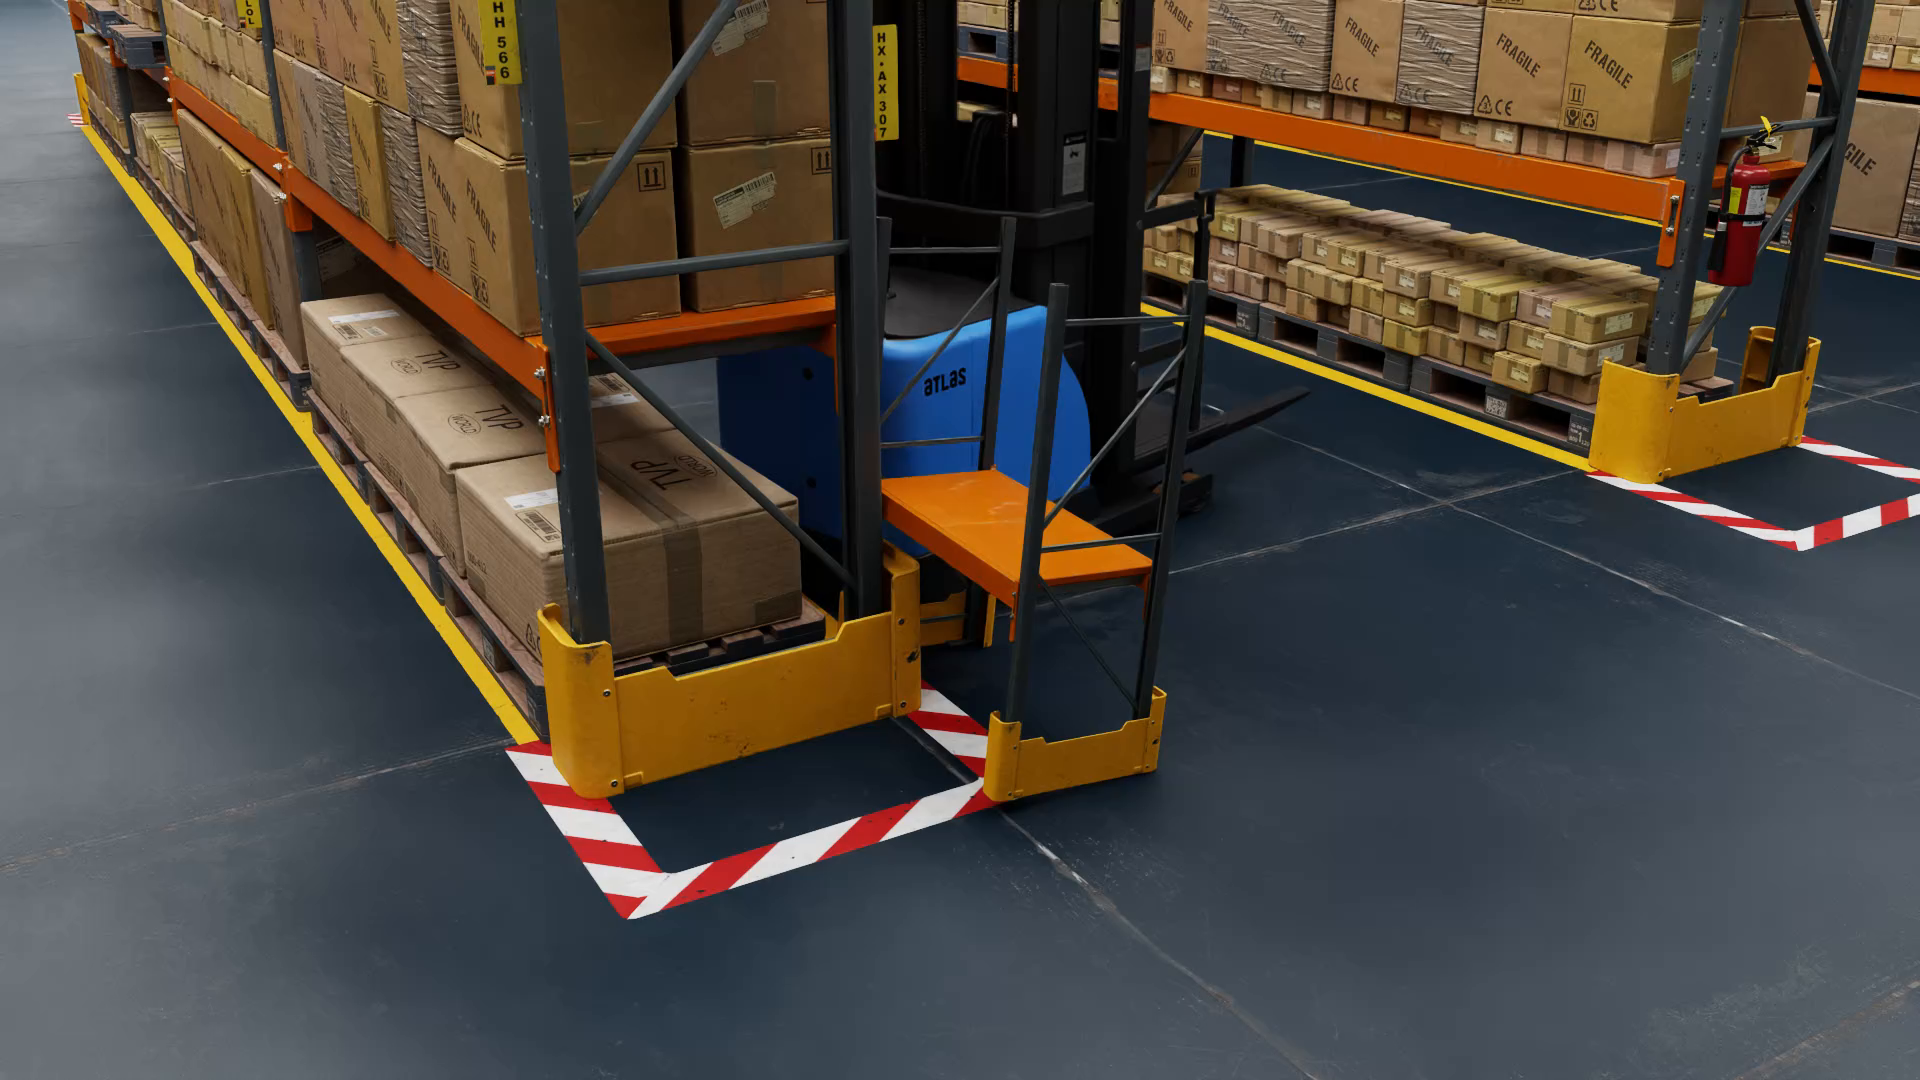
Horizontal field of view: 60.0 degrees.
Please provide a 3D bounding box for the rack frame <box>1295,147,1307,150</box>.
[{"bbox_3d":[3.727,-5.284,15.827,1.000,3.000,0.127,-13,25,-28],"label":"rack frame"}]

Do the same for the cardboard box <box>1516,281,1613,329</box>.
[{"bbox_3d":[2.931,-1.137,8.064,0.380,0.149,0.250,-12,25,-27],"label":"cardboard box"}]

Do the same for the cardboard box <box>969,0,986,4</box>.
[{"bbox_3d":[0.286,-3.880,11.755,0.380,0.149,0.250,-12,25,-26],"label":"cardboard box"}]

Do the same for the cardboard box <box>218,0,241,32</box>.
[{"bbox_3d":[-3.464,-2.855,8.390,0.500,0.500,0.500,-12,25,-27],"label":"cardboard box"}]

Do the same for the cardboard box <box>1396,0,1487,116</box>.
[{"bbox_3d":[2.521,-2.383,8.162,0.500,0.500,0.500,-13,25,-28],"label":"cardboard box"}]

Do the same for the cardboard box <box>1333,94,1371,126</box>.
[{"bbox_3d":[2.209,-2.302,8.824,0.380,0.149,0.250,-12,25,-26],"label":"cardboard box"}]

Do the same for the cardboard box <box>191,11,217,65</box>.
[{"bbox_3d":[-3.991,-2.830,9.326,0.500,0.250,0.500,-12,25,-27],"label":"cardboard box"}]

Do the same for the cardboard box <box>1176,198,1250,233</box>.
[{"bbox_3d":[1.542,-1.965,10.101,0.380,0.149,0.250,-11,25,-26],"label":"cardboard box"}]

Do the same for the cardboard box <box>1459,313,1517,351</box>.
[{"bbox_3d":[2.716,-1.068,8.289,0.380,0.149,0.250,-14,26,-30],"label":"cardboard box"}]

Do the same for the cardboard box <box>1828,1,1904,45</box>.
[{"bbox_3d":[6.304,-3.526,11.307,0.500,0.250,0.500,-12,25,-27],"label":"cardboard box"}]

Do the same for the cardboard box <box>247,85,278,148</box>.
[{"bbox_3d":[-3.195,-2.110,8.218,0.500,0.250,0.500,-13,26,-29],"label":"cardboard box"}]

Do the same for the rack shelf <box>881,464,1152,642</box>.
[{"bbox_3d":[0.132,0.014,5.193,0.538,0.185,1.000,-6,22,-29],"label":"rack shelf"}]

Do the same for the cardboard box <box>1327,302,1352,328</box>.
[{"bbox_3d":[2.262,-1.279,9.203,0.380,0.149,0.250,-12,25,-27],"label":"cardboard box"}]

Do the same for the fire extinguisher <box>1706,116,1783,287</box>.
[{"bbox_3d":[3.230,-1.394,6.855,0.296,0.674,0.183,-13,25,-28],"label":"fire extinguisher"}]

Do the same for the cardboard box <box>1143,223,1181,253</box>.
[{"bbox_3d":[1.365,-1.900,10.336,0.380,0.149,0.250,-11,25,-26],"label":"cardboard box"}]

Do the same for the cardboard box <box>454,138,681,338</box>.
[{"bbox_3d":[-1.180,-0.939,5.006,0.500,0.500,0.500,-12,25,-28],"label":"cardboard box"}]

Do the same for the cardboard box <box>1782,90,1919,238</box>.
[{"bbox_3d":[6.498,-2.679,11.682,0.875,0.875,0.875,-13,25,-28],"label":"cardboard box"}]

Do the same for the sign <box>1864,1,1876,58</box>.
[{"bbox_3d":[3.964,-2.278,7.283,0.100,0.325,0.005,-13,25,-28],"label":"sign"}]

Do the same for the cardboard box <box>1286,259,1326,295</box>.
[{"bbox_3d":[2.057,-1.488,9.323,0.380,0.149,0.250,-13,25,-29],"label":"cardboard box"}]

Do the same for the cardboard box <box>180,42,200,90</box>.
[{"bbox_3d":[-4.481,-2.938,10.256,0.500,0.250,0.500,-13,26,-30],"label":"cardboard box"}]

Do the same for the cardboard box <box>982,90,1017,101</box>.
[{"bbox_3d":[0.500,-3.246,12.581,0.500,0.250,0.500,-12,25,-27],"label":"cardboard box"}]

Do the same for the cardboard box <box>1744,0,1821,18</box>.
[{"bbox_3d":[3.497,-2.616,7.409,0.500,0.500,0.500,-13,25,-29],"label":"cardboard box"}]

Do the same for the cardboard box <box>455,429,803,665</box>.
[{"bbox_3d":[-1.129,0.010,5.648,0.875,0.438,0.875,-14,26,-30],"label":"cardboard box"}]

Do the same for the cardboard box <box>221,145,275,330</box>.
[{"bbox_3d":[-3.603,-1.769,9.445,0.875,0.875,0.875,-12,25,-27],"label":"cardboard box"}]

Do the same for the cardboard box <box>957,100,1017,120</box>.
[{"bbox_3d":[0.324,-2.981,11.929,0.500,0.250,0.500,-14,26,-31],"label":"cardboard box"}]

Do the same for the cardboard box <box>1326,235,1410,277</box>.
[{"bbox_3d":[2.229,-1.555,9.091,0.380,0.149,0.250,-12,25,-28],"label":"cardboard box"}]

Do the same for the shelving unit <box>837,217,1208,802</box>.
[{"bbox_3d":[0.152,-0.152,5.126,0.587,1.500,1.083,-6,22,-29],"label":"shelving unit"}]

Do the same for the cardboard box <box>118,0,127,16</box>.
[{"bbox_3d":[-6.183,-4.084,12.651,0.380,0.149,0.250,-12,25,-26],"label":"cardboard box"}]

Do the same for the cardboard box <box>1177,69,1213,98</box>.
[{"bbox_3d":[1.514,-2.727,9.871,0.380,0.149,0.250,-12,25,-27],"label":"cardboard box"}]

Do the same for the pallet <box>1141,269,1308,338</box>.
[{"bbox_3d":[1.828,-1.565,10.382,1.003,0.211,1.213,-13,25,-28],"label":"pallet"}]

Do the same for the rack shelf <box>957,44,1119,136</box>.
[{"bbox_3d":[0.433,-3.382,12.103,1.077,0.370,4.000,-13,25,-28],"label":"rack shelf"}]

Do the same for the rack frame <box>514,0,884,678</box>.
[{"bbox_3d":[-0.706,-0.788,4.766,1.000,3.000,0.127,-13,25,-28],"label":"rack frame"}]

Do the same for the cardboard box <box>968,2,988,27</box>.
[{"bbox_3d":[0.277,-3.744,11.814,0.380,0.149,0.250,-14,26,-30],"label":"cardboard box"}]

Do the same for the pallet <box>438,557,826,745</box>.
[{"bbox_3d":[-1.182,0.260,5.891,1.003,0.211,1.213,-13,25,-28],"label":"pallet"}]

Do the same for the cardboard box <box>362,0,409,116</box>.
[{"bbox_3d":[-1.699,-1.732,5.628,0.500,0.500,0.500,-13,25,-29],"label":"cardboard box"}]

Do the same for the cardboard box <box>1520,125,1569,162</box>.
[{"bbox_3d":[2.853,-1.874,7.771,0.380,0.149,0.250,-13,25,-29],"label":"cardboard box"}]

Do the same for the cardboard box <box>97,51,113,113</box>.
[{"bbox_3d":[-7.630,-4.245,15.369,0.500,0.500,0.500,-12,25,-27],"label":"cardboard box"}]

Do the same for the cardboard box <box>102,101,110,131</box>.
[{"bbox_3d":[-7.905,-4.069,15.932,0.500,0.250,0.500,-12,25,-27],"label":"cardboard box"}]

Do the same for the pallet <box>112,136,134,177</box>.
[{"bbox_3d":[-7.209,-3.591,15.366,1.003,0.211,1.213,-13,25,-28],"label":"pallet"}]

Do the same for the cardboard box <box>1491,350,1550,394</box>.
[{"bbox_3d":[2.831,-0.841,8.124,0.380,0.149,0.250,-12,25,-27],"label":"cardboard box"}]

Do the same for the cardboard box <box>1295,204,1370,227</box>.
[{"bbox_3d":[2.224,-1.899,9.937,0.380,0.149,0.250,-12,25,-27],"label":"cardboard box"}]

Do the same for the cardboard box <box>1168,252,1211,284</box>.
[{"bbox_3d":[1.500,-1.676,10.179,0.380,0.149,0.250,-12,25,-27],"label":"cardboard box"}]

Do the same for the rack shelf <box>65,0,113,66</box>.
[{"bbox_3d":[-7.857,-4.987,16.052,1.077,0.370,4.000,-13,25,-28],"label":"rack shelf"}]

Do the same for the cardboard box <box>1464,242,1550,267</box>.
[{"bbox_3d":[2.928,-1.485,8.921,0.380,0.149,0.250,-12,25,-26],"label":"cardboard box"}]

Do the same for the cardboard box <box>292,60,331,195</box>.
[{"bbox_3d":[-2.481,-1.763,7.033,0.500,0.500,0.500,-12,25,-28],"label":"cardboard box"}]

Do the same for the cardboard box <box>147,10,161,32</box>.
[{"bbox_3d":[-5.361,-3.589,11.435,0.380,0.149,0.250,-12,25,-27],"label":"cardboard box"}]

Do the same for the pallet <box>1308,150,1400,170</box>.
[{"bbox_3d":[4.065,-3.722,15.689,1.003,0.211,1.213,-13,25,-28],"label":"pallet"}]

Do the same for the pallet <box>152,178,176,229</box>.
[{"bbox_3d":[-5.810,-2.733,13.256,1.003,0.211,1.213,-13,25,-28],"label":"pallet"}]

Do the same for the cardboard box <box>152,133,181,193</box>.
[{"bbox_3d":[-5.839,-3.023,13.199,0.950,0.372,0.625,-12,25,-26],"label":"cardboard box"}]

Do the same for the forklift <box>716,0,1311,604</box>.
[{"bbox_3d":[0.431,-1.538,6.702,1.130,2.935,3.031,19,29,38],"label":"forklift"}]

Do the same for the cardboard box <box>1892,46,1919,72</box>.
[{"bbox_3d":[6.433,-3.208,11.055,0.380,0.149,0.250,-13,26,-30],"label":"cardboard box"}]
